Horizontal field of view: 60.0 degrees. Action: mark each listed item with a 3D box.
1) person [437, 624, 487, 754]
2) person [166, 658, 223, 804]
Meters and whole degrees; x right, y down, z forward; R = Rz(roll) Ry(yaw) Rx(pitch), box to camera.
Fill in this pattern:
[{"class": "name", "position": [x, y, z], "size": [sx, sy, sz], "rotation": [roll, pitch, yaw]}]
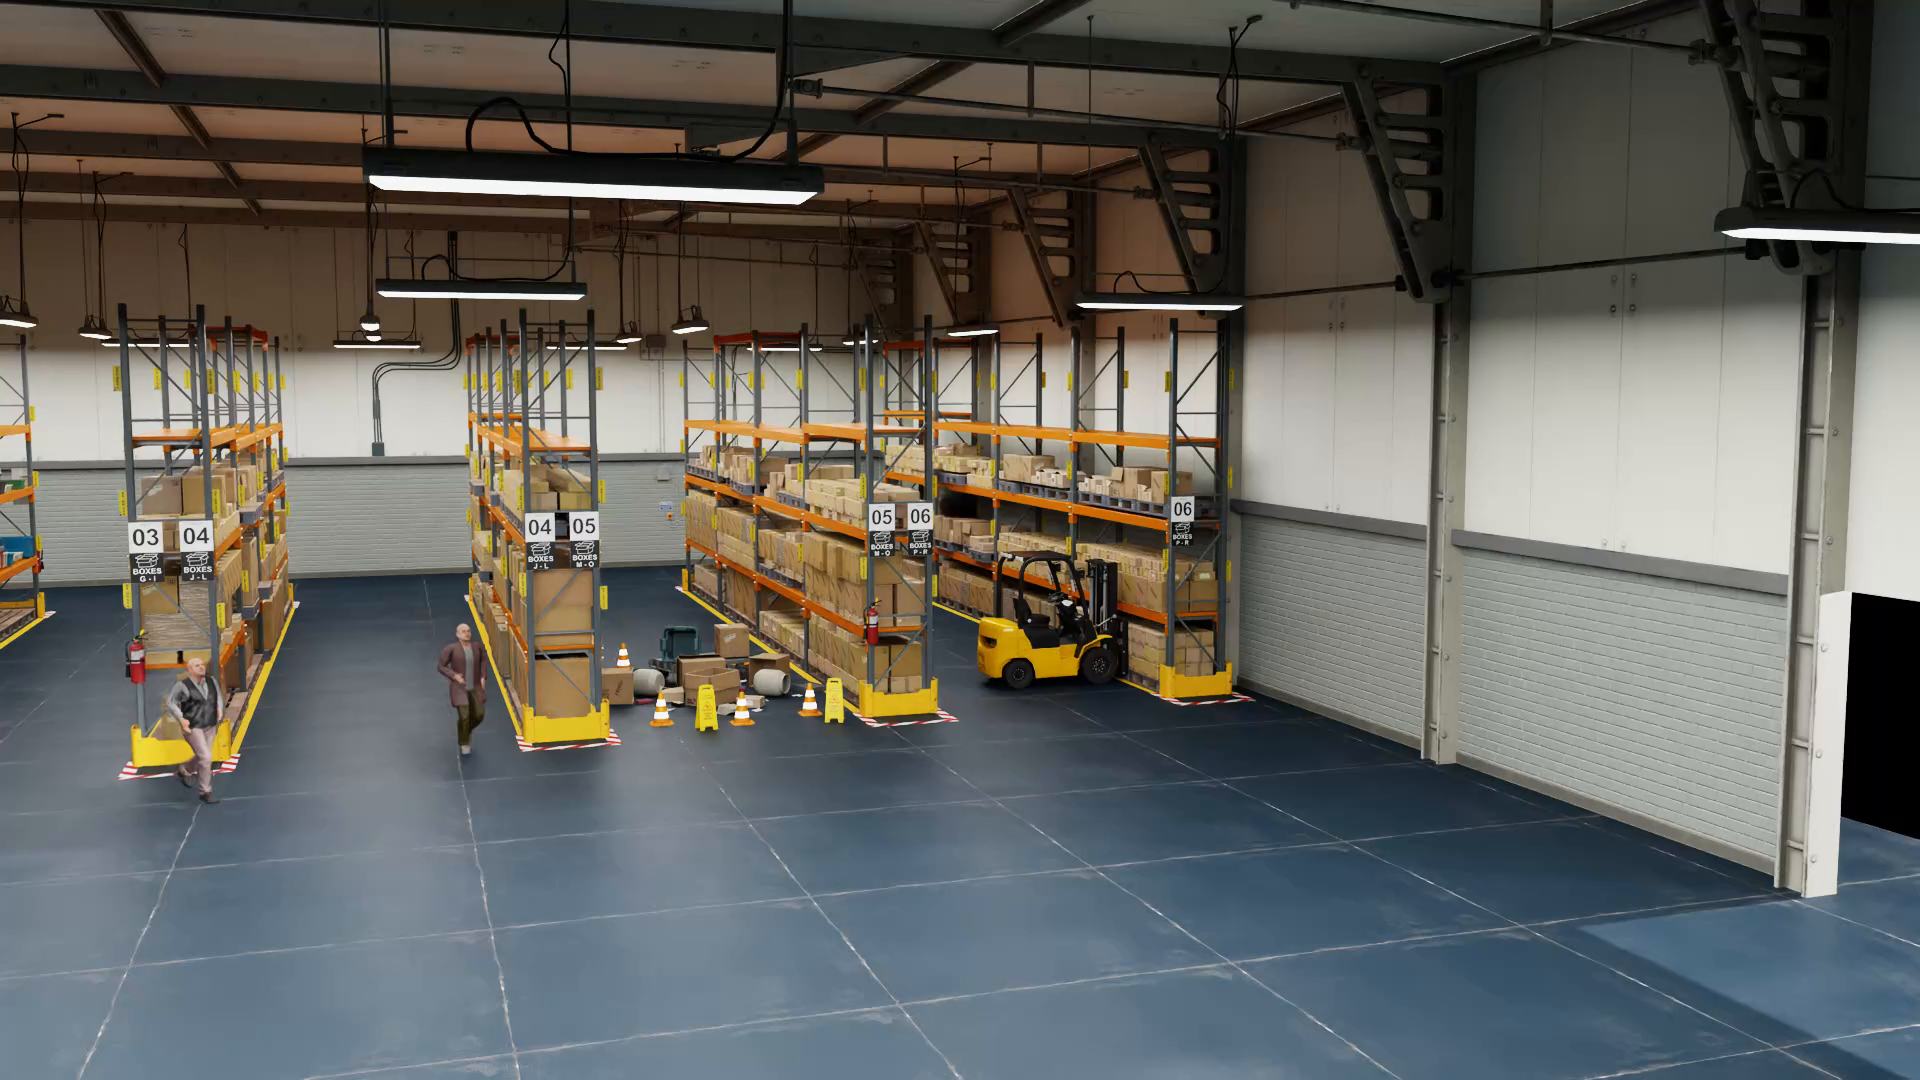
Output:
[{"class": "person", "position": [-6.688, 2.046, 22.518], "size": [0.718, 1.667, 0.640], "rotation": [-4, 7, -39]}, {"class": "person", "position": [-9.176, 2.264, 19.965], "size": [0.809, 1.747, 0.658], "rotation": [3, 6, 31]}]
